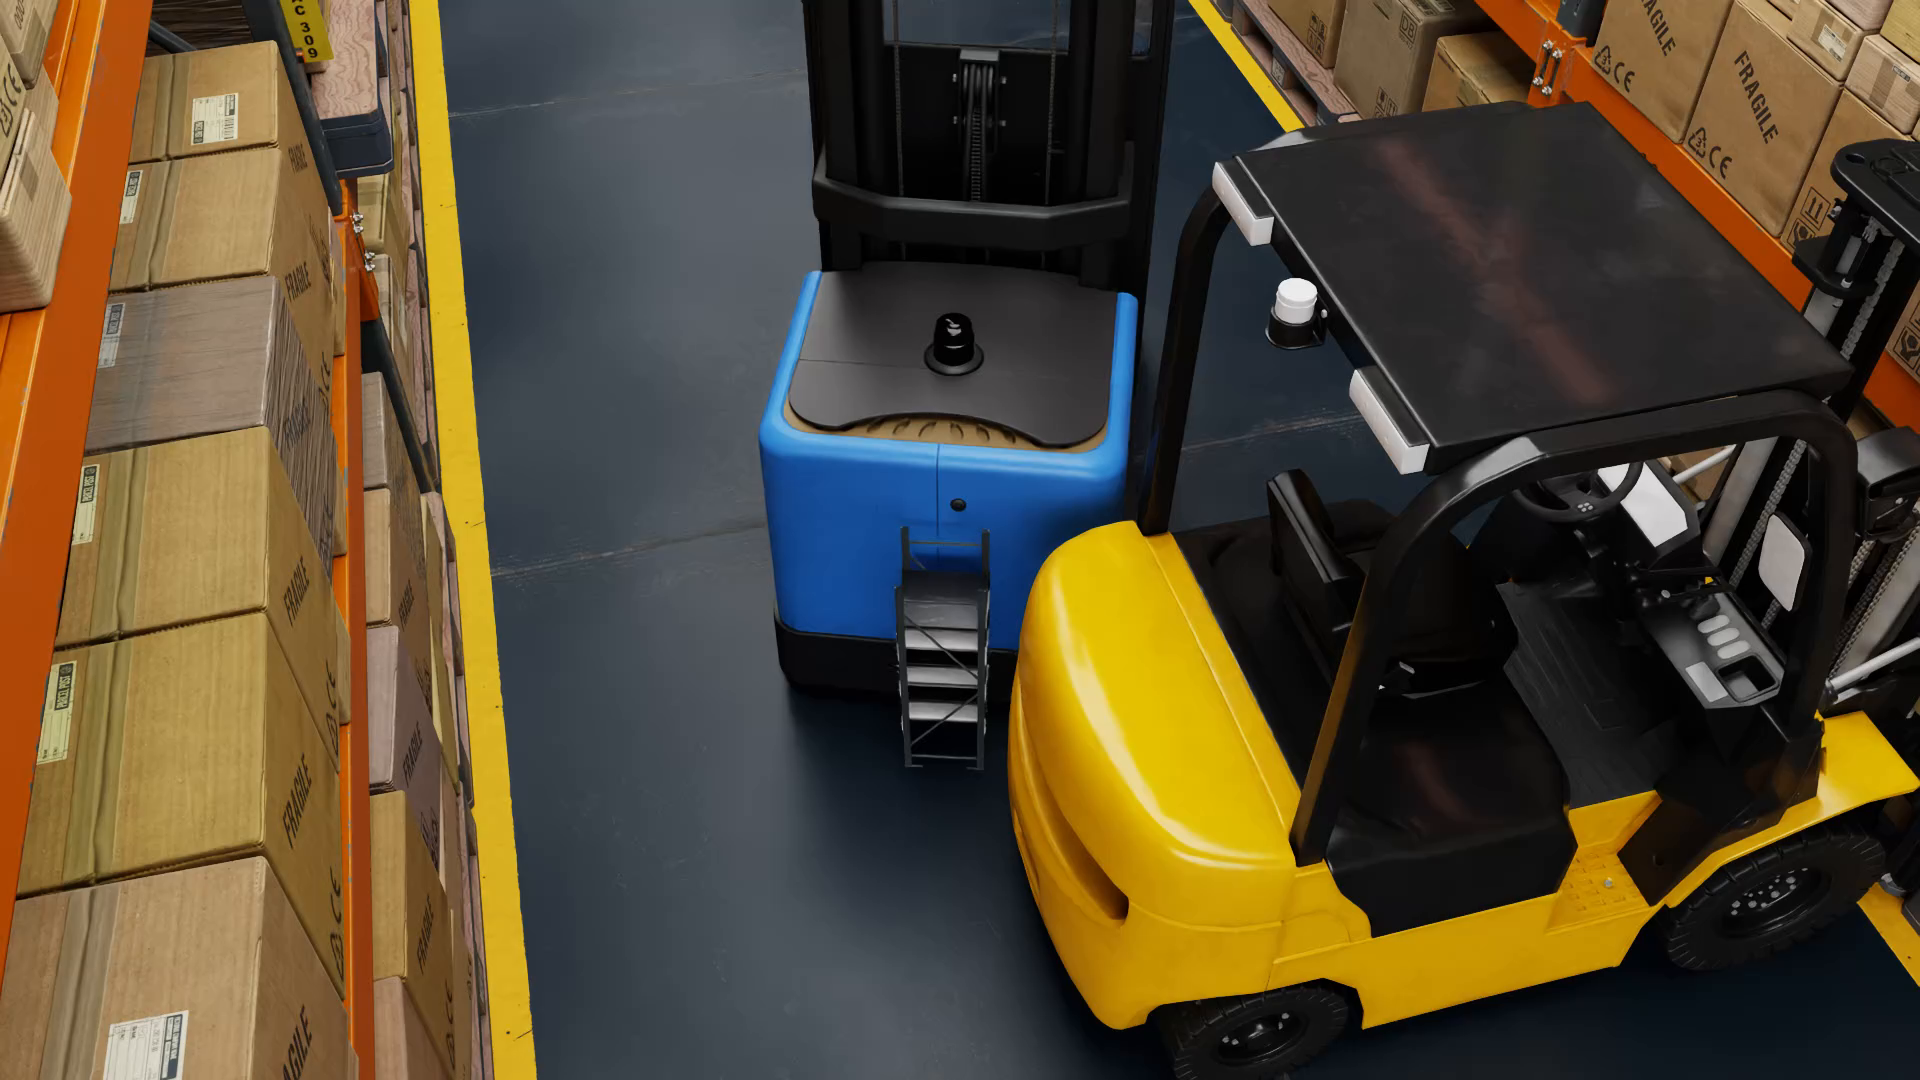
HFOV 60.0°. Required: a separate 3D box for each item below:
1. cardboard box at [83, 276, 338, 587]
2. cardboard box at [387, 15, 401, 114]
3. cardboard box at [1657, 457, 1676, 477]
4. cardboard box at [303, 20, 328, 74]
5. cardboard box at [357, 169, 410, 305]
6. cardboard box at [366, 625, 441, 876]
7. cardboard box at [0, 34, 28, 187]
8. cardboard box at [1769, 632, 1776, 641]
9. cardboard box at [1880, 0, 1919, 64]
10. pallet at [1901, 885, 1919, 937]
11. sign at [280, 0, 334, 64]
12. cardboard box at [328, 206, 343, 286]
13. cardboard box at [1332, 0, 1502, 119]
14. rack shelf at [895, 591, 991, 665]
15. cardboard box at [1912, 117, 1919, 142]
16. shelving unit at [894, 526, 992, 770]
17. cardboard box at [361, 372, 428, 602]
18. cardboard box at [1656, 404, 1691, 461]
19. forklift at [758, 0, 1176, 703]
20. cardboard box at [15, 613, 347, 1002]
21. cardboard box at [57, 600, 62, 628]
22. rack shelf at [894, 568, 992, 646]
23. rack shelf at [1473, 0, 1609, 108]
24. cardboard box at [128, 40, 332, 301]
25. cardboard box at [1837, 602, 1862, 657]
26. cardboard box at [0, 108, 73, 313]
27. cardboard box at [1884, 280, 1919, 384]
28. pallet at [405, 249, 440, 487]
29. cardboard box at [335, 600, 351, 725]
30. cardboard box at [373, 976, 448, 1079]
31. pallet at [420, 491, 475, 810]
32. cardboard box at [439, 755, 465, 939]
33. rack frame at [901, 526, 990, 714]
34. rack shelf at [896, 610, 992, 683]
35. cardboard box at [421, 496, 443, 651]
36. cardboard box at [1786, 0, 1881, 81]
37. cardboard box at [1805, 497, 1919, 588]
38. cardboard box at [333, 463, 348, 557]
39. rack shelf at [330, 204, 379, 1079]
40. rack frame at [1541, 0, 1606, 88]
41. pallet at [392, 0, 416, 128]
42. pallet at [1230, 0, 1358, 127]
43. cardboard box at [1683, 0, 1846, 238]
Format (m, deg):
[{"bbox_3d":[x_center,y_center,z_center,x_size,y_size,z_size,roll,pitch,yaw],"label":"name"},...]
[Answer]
[{"bbox_3d":[-1.659,-0.186,3.553,0.500,0.500,0.500,-10,46,-9],"label":"cardboard box"},{"bbox_3d":[-2.981,-2.108,7.262,0.950,0.372,0.625,-12,47,-11],"label":"cardboard box"},{"bbox_3d":[2.457,-0.372,5.645,0.500,0.250,0.500,-12,47,-11],"label":"cardboard box"},{"bbox_3d":[-2.125,-1.518,5.019,0.380,0.149,0.250,-10,46,-10],"label":"cardboard box"},{"bbox_3d":[-2.613,-1.104,6.278,0.950,0.372,0.625,-8,46,-8],"label":"cardboard box"},{"bbox_3d":[-1.615,0.596,4.172,0.500,0.500,0.500,-8,46,-8],"label":"cardboard box"},{"bbox_3d":[-1.412,-0.457,1.894,0.500,0.250,0.500,-9,46,-9],"label":"cardboard box"},{"bbox_3d":[2.714,0.334,4.953,0.500,0.250,0.500,-9,46,-9],"label":"cardboard box"},{"bbox_3d":[2.590,-1.312,4.203,0.380,0.149,0.250,-11,47,-11],"label":"cardboard box"},{"bbox_3d":[3.296,1.288,4.340,1.003,0.211,1.213,-11,47,-10],"label":"pallet"},{"bbox_3d":[-1.767,-1.427,4.442,0.100,0.325,0.005,-11,47,-10],"label":"sign"},{"bbox_3d":[-1.912,-0.765,4.576,0.380,0.149,0.250,-11,47,-11],"label":"cardboard box"},{"bbox_3d":[2.173,-2.141,7.116,0.875,0.625,0.625,-11,47,-11],"label":"cardboard box"},{"bbox_3d":[-0.044,0.240,4.669,0.258,0.077,0.200,2,51,2],"label":"rack shelf"},{"bbox_3d":[2.635,-1.034,4.139,0.380,0.149,0.250,-12,47,-12],"label":"cardboard box"},{"bbox_3d":[-0.044,0.332,4.783,0.258,0.900,0.210,2,51,2],"label":"shelving unit"},{"bbox_3d":[-1.878,-0.107,4.861,0.500,0.500,0.500,-11,47,-11],"label":"cardboard box"},{"bbox_3d":[2.465,-0.551,5.471,0.500,0.250,0.500,-11,47,-11],"label":"cardboard box"},{"bbox_3d":[0.111,-1.562,5.229,1.130,2.935,3.031,5,46,5],"label":"forklift"},{"bbox_3d":[-1.386,0.517,2.865,0.500,0.500,0.500,-12,47,-11],"label":"cardboard box"},{"bbox_3d":[-1.953,-0.113,2.783,0.700,0.500,0.500,-11,47,-11],"label":"cardboard box"},{"bbox_3d":[-0.045,0.184,4.599,0.258,0.077,0.200,2,51,2],"label":"rack shelf"},{"bbox_3d":[1.996,-3.059,7.151,1.077,0.370,4.000,-11,47,-10],"label":"rack shelf"},{"bbox_3d":[-1.935,-0.897,4.251,0.500,0.500,0.500,-12,47,-11],"label":"cardboard box"},{"bbox_3d":[2.710,0.147,4.787,0.500,0.250,0.500,-11,47,-10],"label":"cardboard box"},{"bbox_3d":[-1.371,-0.399,2.117,0.380,0.149,0.250,-10,46,-10],"label":"cardboard box"},{"bbox_3d":[2.758,-0.553,4.122,0.500,0.500,0.500,-10,46,-10],"label":"cardboard box"},{"bbox_3d":[-2.490,-0.581,6.171,1.003,0.211,1.213,-11,47,-10],"label":"pallet"},{"bbox_3d":[-1.511,0.289,3.543,0.380,0.149,0.250,-10,46,-10],"label":"cardboard box"},{"bbox_3d":[-1.349,1.311,3.471,0.500,0.500,0.500,-12,47,-12],"label":"cardboard box"},{"bbox_3d":[-2.083,0.414,5.197,1.003,0.211,1.213,-11,47,-10],"label":"pallet"},{"bbox_3d":[-1.606,0.873,4.426,0.500,0.250,0.500,-10,46,-10],"label":"cardboard box"},{"bbox_3d":[-0.037,0.253,4.846,0.240,0.900,0.006,2,51,2],"label":"rack frame"},{"bbox_3d":[-0.044,0.297,4.739,0.258,0.077,0.200,2,51,2],"label":"rack shelf"},{"bbox_3d":[-1.878,0.155,5.129,0.500,0.250,0.500,-9,46,-9],"label":"cardboard box"},{"bbox_3d":[2.488,-1.386,4.484,0.380,0.149,0.250,-10,46,-9],"label":"cardboard box"},{"bbox_3d":[2.715,-0.013,4.593,0.500,0.250,0.500,-12,47,-11],"label":"cardboard box"},{"bbox_3d":[-1.649,-0.064,3.889,0.380,0.149,0.250,-11,47,-11],"label":"cardboard box"},{"bbox_3d":[-1.777,0.613,3.552,1.077,0.370,4.000,-11,47,-10],"label":"rack shelf"},{"bbox_3d":[2.508,-1.930,5.541,1.000,3.000,0.127,-11,47,-10],"label":"rack frame"},{"bbox_3d":[-3.115,-2.265,7.822,1.003,0.211,1.213,-11,47,-10],"label":"pallet"},{"bbox_3d":[1.966,-2.299,7.855,1.003,0.211,1.213,-11,47,-10],"label":"pallet"},{"bbox_3d":[2.519,-1.254,4.809,0.500,0.500,0.500,-10,46,-10],"label":"cardboard box"}]
